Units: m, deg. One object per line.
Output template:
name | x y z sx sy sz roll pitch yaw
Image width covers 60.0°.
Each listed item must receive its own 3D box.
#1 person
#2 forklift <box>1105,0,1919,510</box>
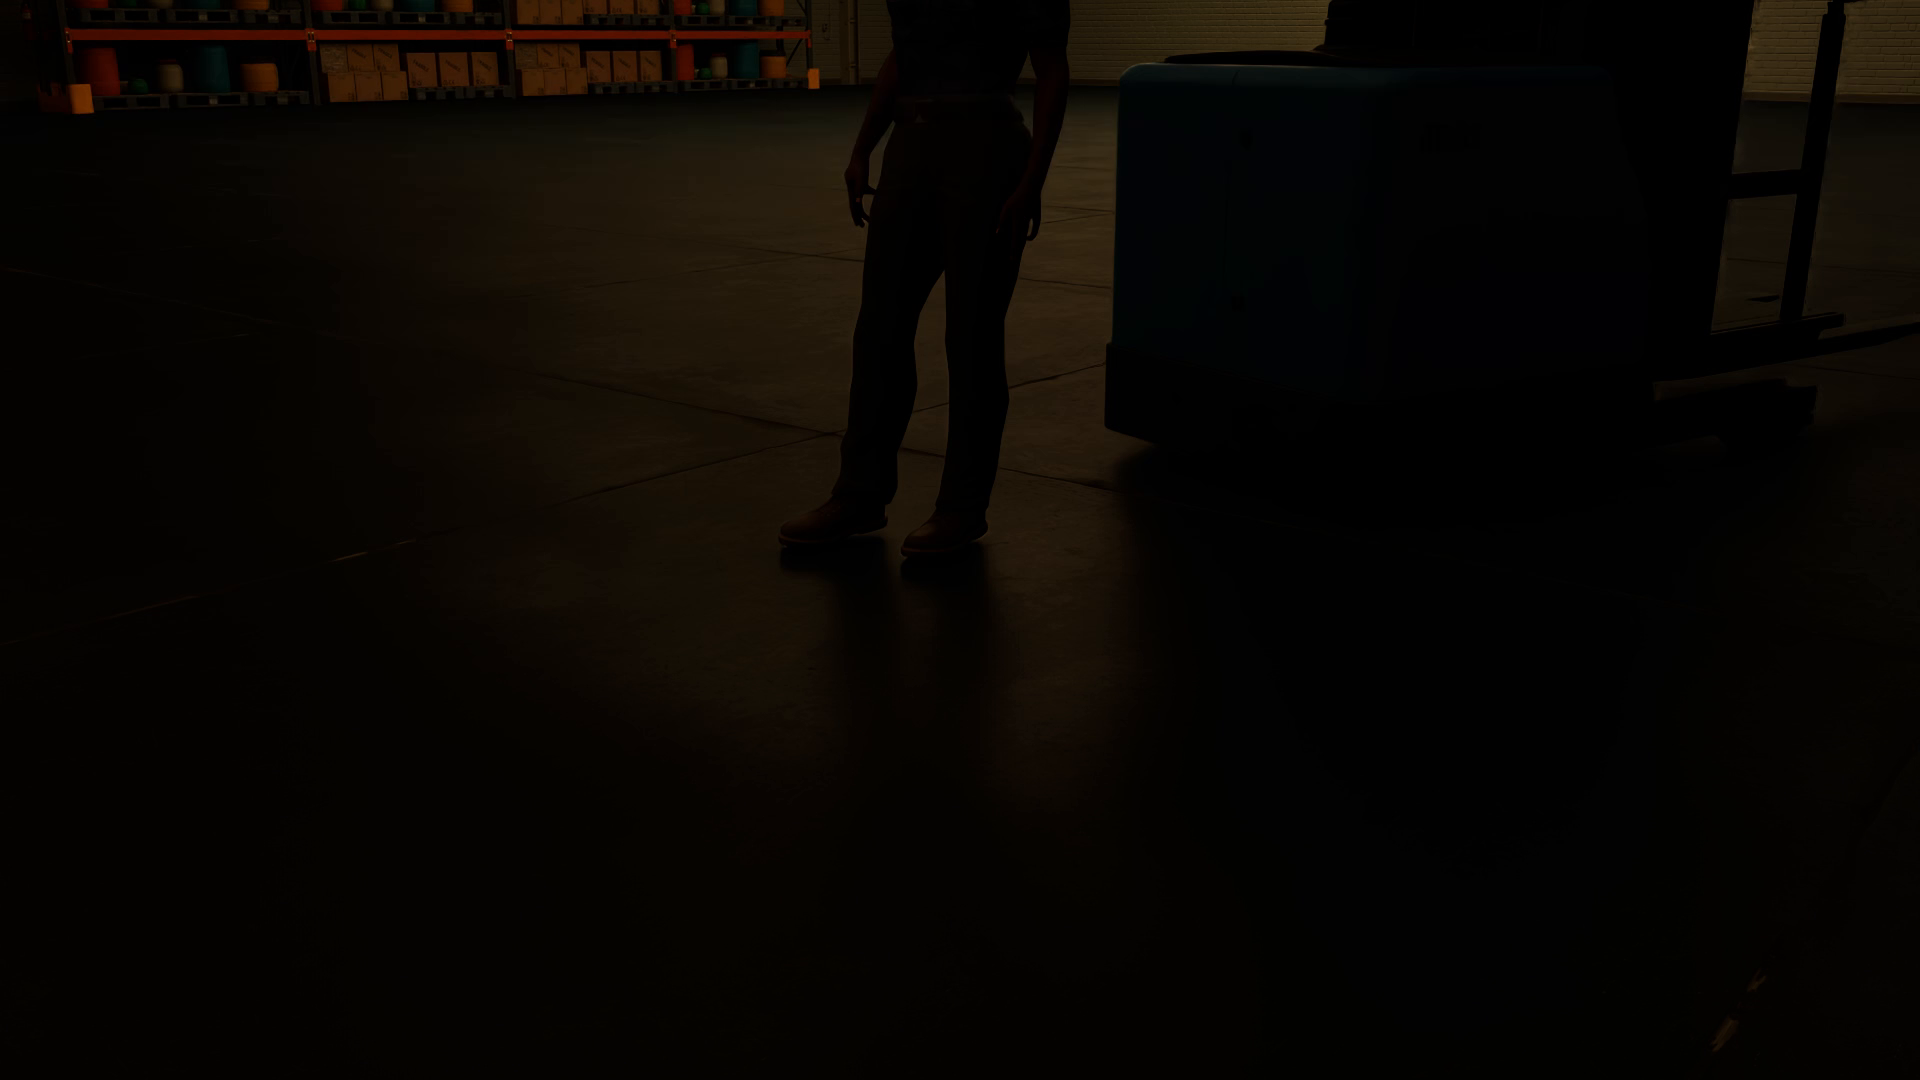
person | -0.071 -0.782 3.647 0.570 1.654 0.504 13 21 37
forklift | 1.926 -1.785 4.775 3.031 2.935 1.130 -11 20 -32
